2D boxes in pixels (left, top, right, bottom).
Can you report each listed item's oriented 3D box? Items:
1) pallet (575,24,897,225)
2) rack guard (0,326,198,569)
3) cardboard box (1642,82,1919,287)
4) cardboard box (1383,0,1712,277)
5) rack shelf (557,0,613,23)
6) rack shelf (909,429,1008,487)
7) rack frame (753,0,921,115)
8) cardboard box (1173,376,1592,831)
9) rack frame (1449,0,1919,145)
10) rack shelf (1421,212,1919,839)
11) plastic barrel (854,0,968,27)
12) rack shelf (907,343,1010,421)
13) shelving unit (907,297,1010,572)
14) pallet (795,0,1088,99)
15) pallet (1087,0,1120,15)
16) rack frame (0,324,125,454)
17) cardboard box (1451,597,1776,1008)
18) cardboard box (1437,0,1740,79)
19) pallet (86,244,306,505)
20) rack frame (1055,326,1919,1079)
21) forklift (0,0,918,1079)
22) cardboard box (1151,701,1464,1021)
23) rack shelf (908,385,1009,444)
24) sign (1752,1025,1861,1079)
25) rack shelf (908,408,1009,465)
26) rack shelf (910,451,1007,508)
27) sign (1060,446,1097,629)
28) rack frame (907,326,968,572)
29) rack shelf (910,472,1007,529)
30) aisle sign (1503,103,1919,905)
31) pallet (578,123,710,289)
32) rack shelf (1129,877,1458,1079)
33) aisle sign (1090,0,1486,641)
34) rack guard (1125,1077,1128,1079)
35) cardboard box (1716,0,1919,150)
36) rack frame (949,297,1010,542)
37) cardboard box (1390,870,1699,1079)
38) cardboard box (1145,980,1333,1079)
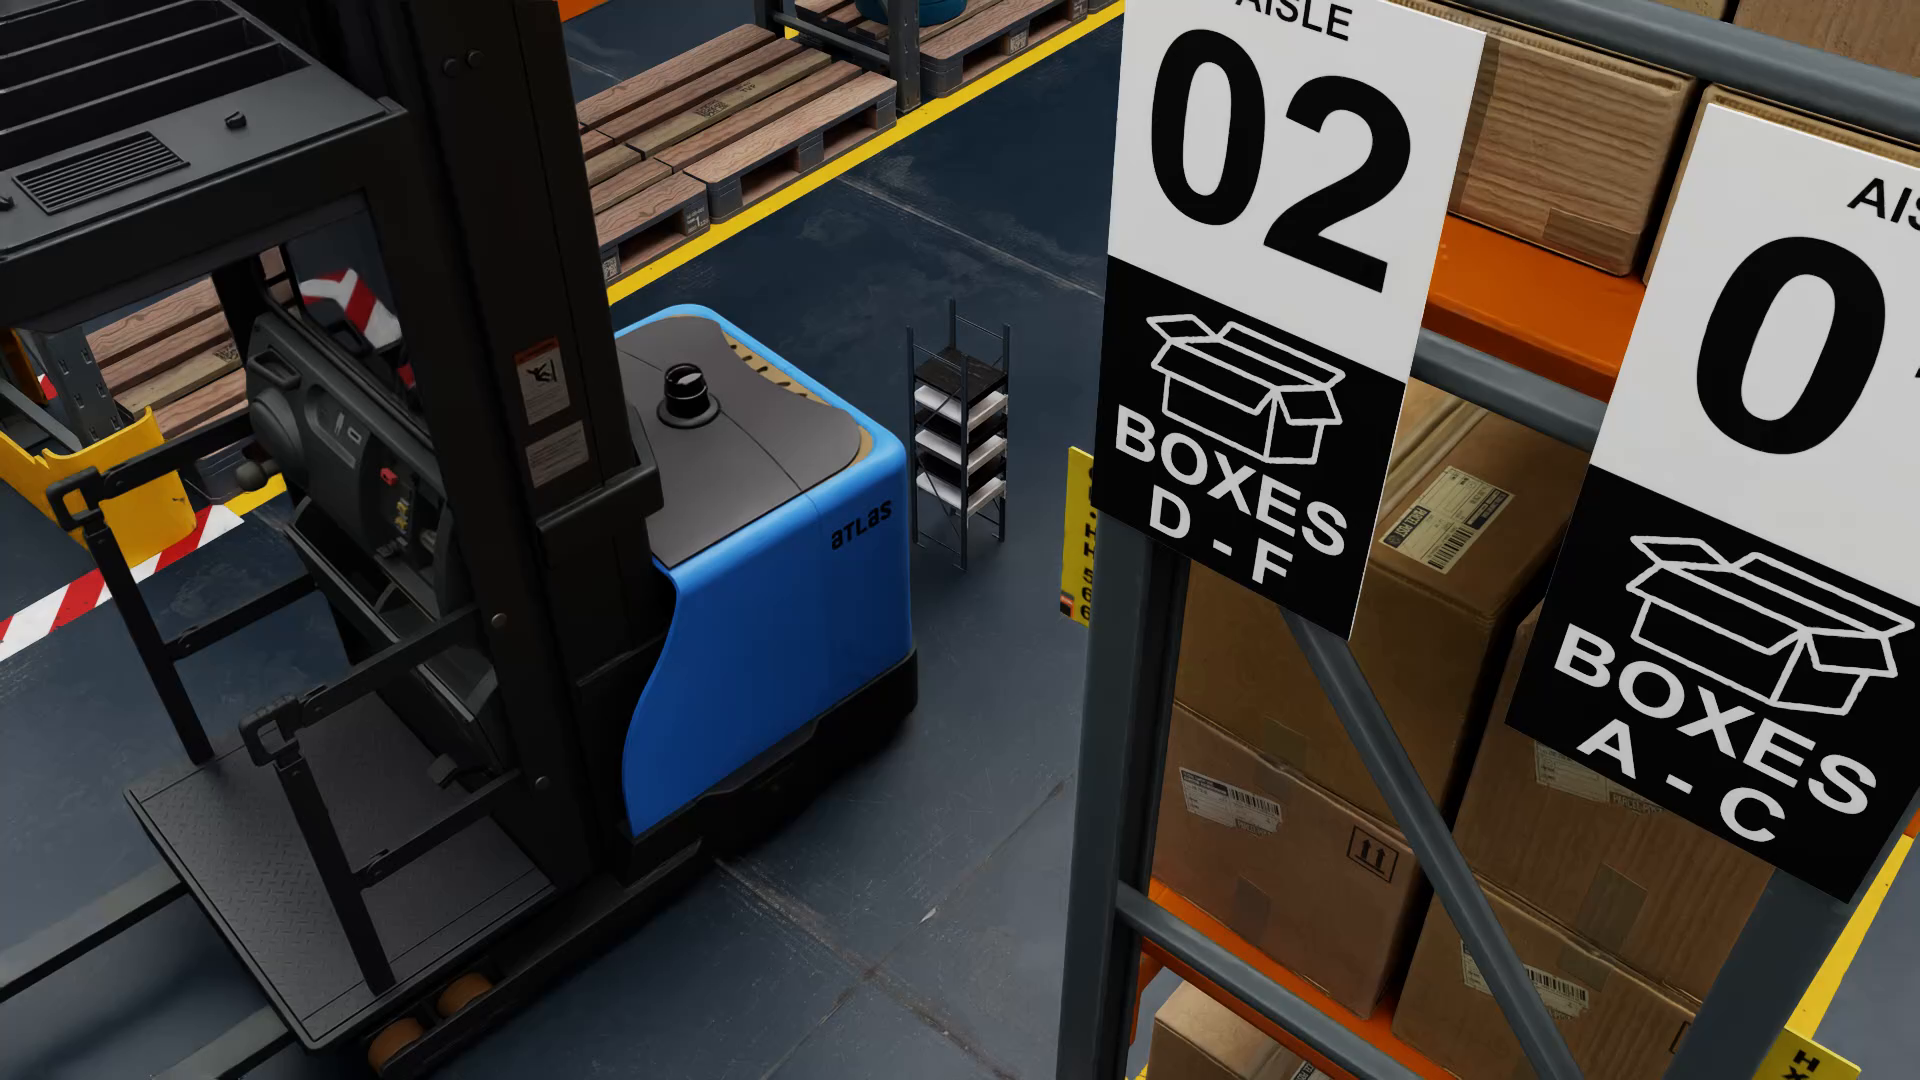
[{"bbox_3d":[-1.054,-1.973,7.763,1.003,0.211,1.213,29,50,28],"label":"pallet"},{"bbox_3d":[-3.190,-0.397,5.815,1.175,0.500,0.348,29,50,28],"label":"rack guard"},{"bbox_3d":[1.129,-0.403,1.845,0.500,0.250,0.500,29,50,28],"label":"cardboard box"},{"bbox_3d":[0.733,-0.627,2.091,0.500,0.250,0.500,29,50,28],"label":"cardboard box"},{"bbox_3d":[-1.897,-2.104,6.369,1.077,0.370,4.000,29,50,28],"label":"rack shelf"},{"bbox_3d":[-0.005,-0.304,5.465,0.258,0.077,0.200,29,50,28],"label":"rack shelf"},{"bbox_3d":[-0.610,-3.400,7.260,1.000,3.000,0.127,29,50,28],"label":"rack frame"},{"bbox_3d":[0.680,0.051,2.647,0.500,0.500,0.500,29,50,28],"label":"cardboard box"},{"bbox_3d":[0.604,-1.413,0.615,1.000,3.000,0.127,29,50,28],"label":"rack frame"},{"bbox_3d":[1.891,-1.067,2.999,1.077,0.370,4.000,29,50,28],"label":"rack shelf"},{"bbox_3d":[-0.247,-3.052,8.124,0.600,0.901,0.708,29,50,28],"label":"plastic barrel"},{"bbox_3d":[-0.005,-0.504,5.283,0.258,0.077,0.200,29,50,28],"label":"rack shelf"},{"bbox_3d":[-0.005,-0.329,5.443,0.258,0.900,0.210,29,50,28],"label":"shelving unit"},{"bbox_3d":[-0.082,-2.747,8.615,1.003,0.211,1.213,29,50,28],"label":"pallet"},{"bbox_3d":[0.703,-3.378,9.309,1.003,0.211,1.213,29,50,28],"label":"pallet"},{"bbox_3d":[-3.185,-1.340,4.994,1.000,3.000,0.127,29,50,28],"label":"rack frame"},{"bbox_3d":[1.092,0.285,2.389,0.500,0.500,0.500,31,51,30],"label":"cardboard box"},{"bbox_3d":[0.740,-0.808,1.919,0.500,0.250,0.500,29,50,28],"label":"cardboard box"},{"bbox_3d":[-2.624,-0.716,6.381,1.003,0.211,1.213,29,50,28],"label":"pallet"},{"bbox_3d":[0.604,0.806,2.634,1.000,3.000,0.127,29,50,28],"label":"rack frame"},{"bbox_3d":[-1.546,-0.103,3.685,3.031,2.935,1.130,-32,51,-31],"label":"forklift"},{"bbox_3d":[0.684,0.421,2.983,0.500,0.500,0.500,31,51,30],"label":"cardboard box"},{"bbox_3d":[-0.005,-0.437,5.344,0.258,0.077,0.200,29,50,28],"label":"rack shelf"},{"bbox_3d":[1.020,0.721,2.084,0.100,0.325,0.005,29,50,28],"label":"sign"},{"bbox_3d":[-0.005,-0.371,5.405,0.258,0.077,0.200,29,50,28],"label":"rack shelf"},{"bbox_3d":[-0.005,-0.238,5.526,0.258,0.077,0.200,29,50,28],"label":"rack shelf"},{"bbox_3d":[0.192,0.010,2.413,0.100,0.325,0.005,29,50,28],"label":"sign"},{"bbox_3d":[-0.071,-0.276,5.385,0.240,0.900,0.006,29,50,28],"label":"rack frame"},{"bbox_3d":[-0.005,-0.171,5.586,0.258,0.077,0.200,29,50,28],"label":"rack shelf"},{"bbox_3d":[0.785,0.007,1.581,0.394,0.787,0.004,29,50,28],"label":"aisle sign"},{"bbox_3d":[-1.839,-1.342,7.069,1.003,0.211,1.213,29,50,28],"label":"pallet"},{"bbox_3d":[1.891,0.043,4.008,1.077,0.370,4.000,29,50,28],"label":"rack shelf"},{"bbox_3d":[0.326,-0.253,1.866,0.394,0.787,0.004,29,50,28],"label":"aisle sign"},{"bbox_3d":[0.653,1.692,3.518,1.175,0.500,0.348,29,50,28],"label":"rack guard"},{"bbox_3d":[1.134,-0.585,1.674,0.500,0.250,0.500,29,50,28],"label":"cardboard box"},{"bbox_3d":[0.060,-0.381,5.500,0.240,0.900,0.006,29,50,28],"label":"rack frame"},{"bbox_3d":[1.092,0.655,2.726,0.500,0.500,0.500,31,50,29],"label":"cardboard box"},{"bbox_3d":[0.766,1.182,3.752,0.500,0.500,0.500,29,50,28],"label":"cardboard box"}]
